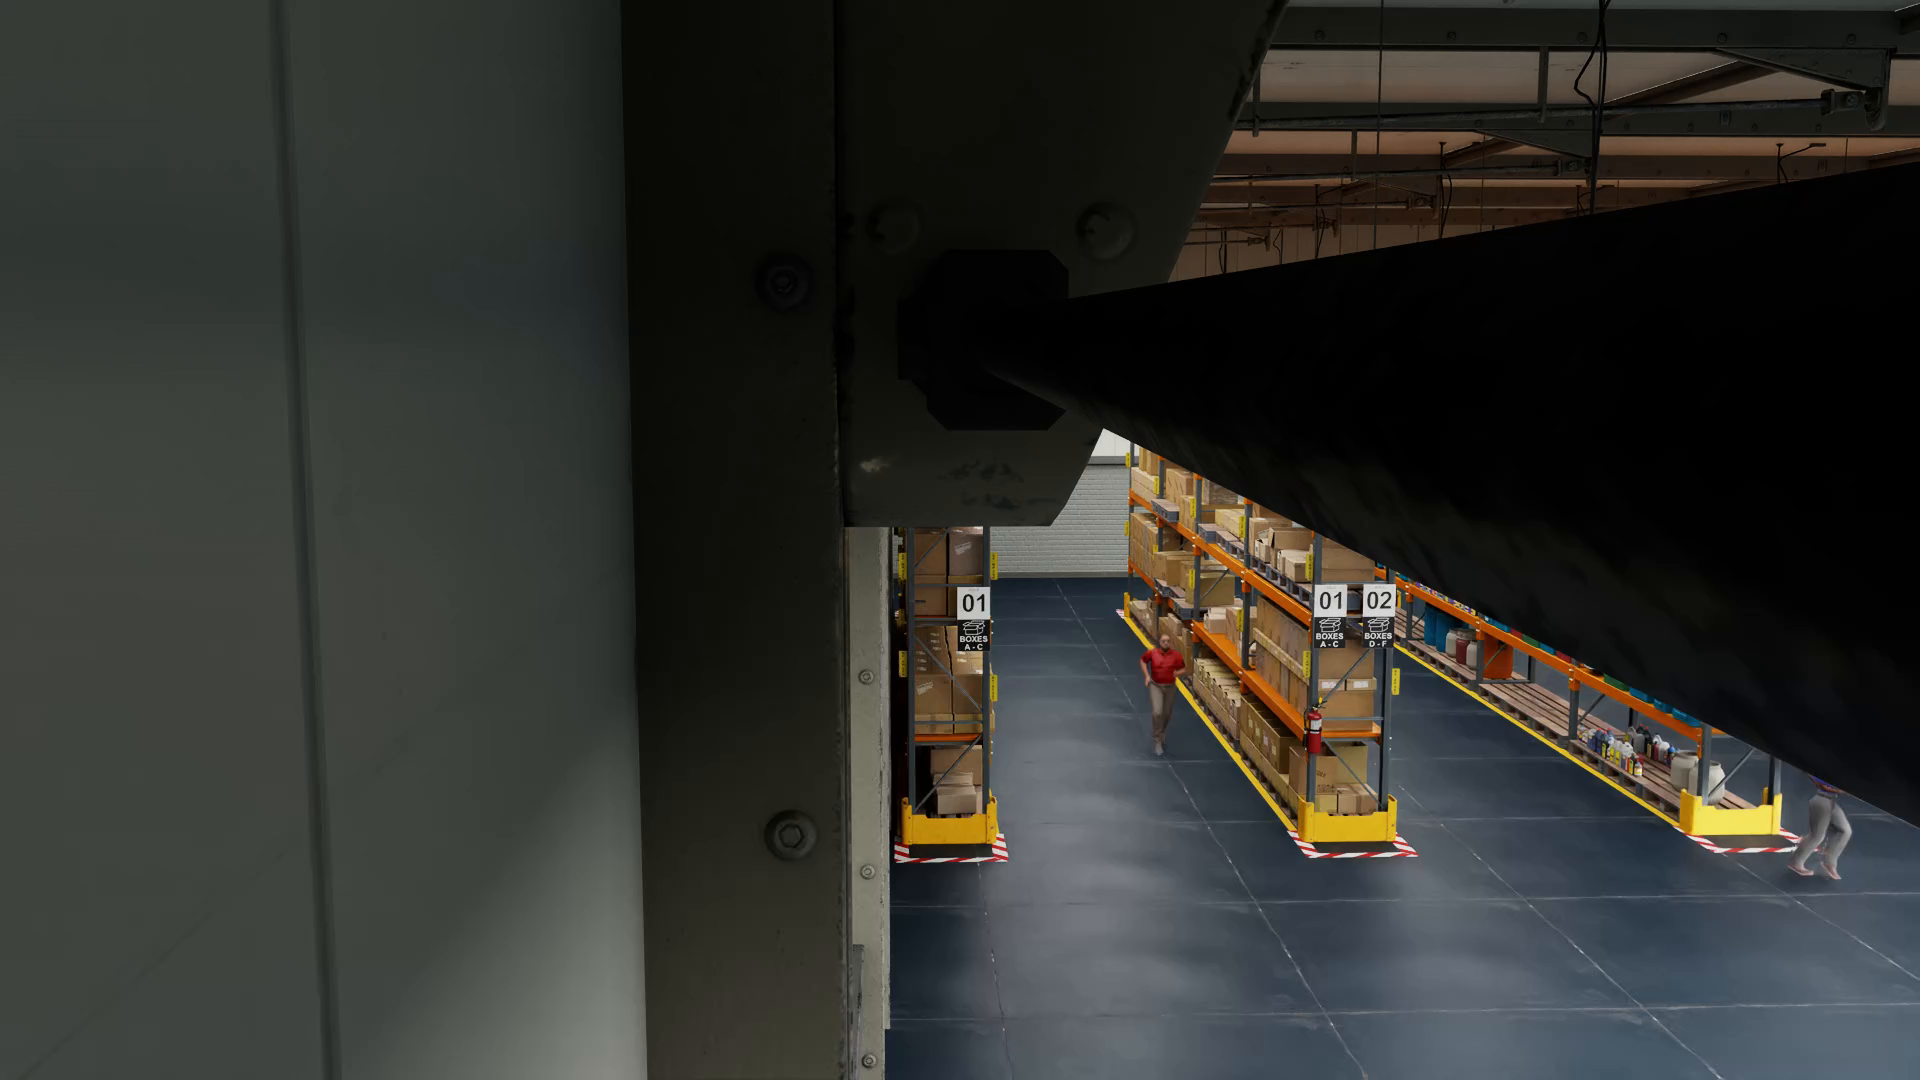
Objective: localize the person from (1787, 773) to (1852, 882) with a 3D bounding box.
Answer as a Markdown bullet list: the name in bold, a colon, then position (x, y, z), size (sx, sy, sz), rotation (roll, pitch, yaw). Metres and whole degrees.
- **person**: position (9.941, 3.087, 19.116), size (0.676, 1.684, 0.575), rotation (5, 9, 34)

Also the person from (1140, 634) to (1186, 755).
- **person**: position (3.059, 2.286, 25.005), size (0.648, 1.793, 0.851), rotation (-1, 7, -4)
